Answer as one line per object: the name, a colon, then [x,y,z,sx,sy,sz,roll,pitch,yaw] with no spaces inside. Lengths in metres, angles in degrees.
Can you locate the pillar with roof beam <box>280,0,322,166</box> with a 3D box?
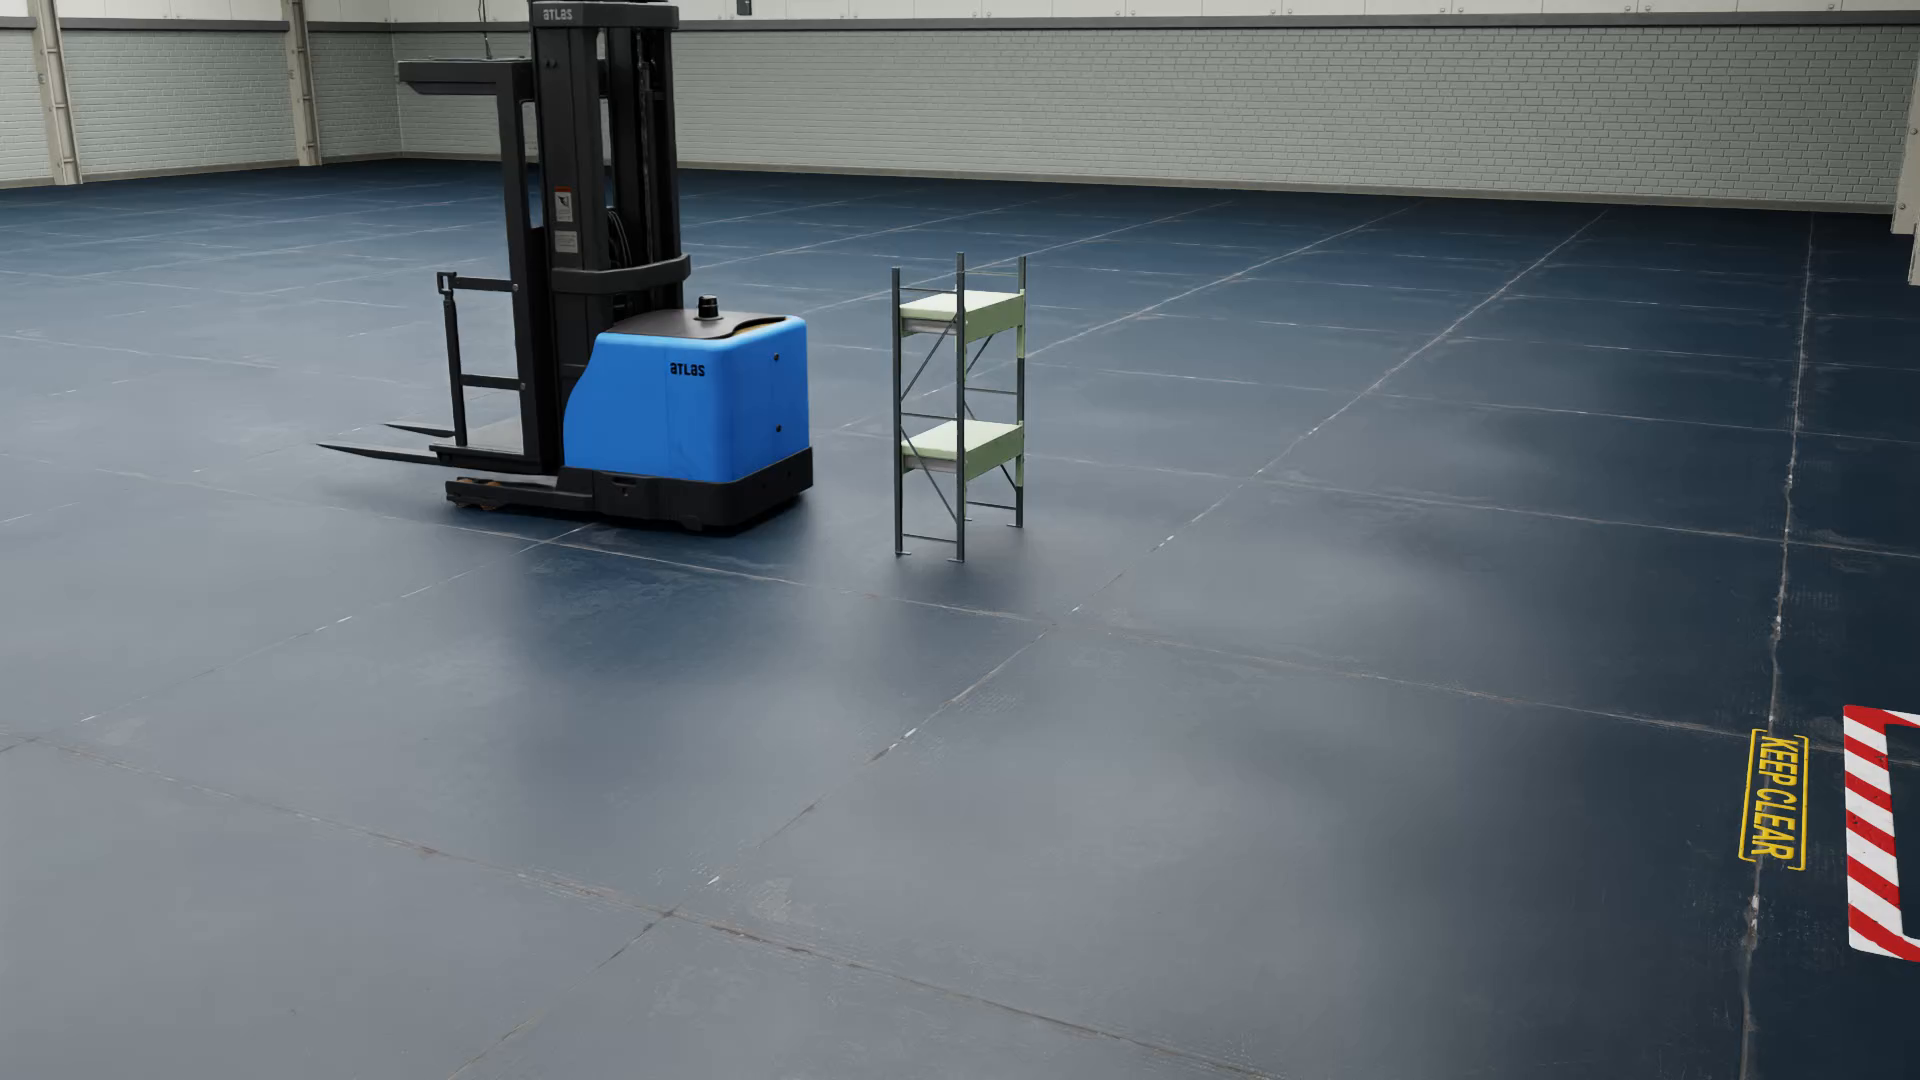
pillar with roof beam: [-10.763,-12.197,34.286,9.100,9.000,0.400,8,18,25]

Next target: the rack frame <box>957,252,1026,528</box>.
rack frame: [0.167,-0.814,9.130,0.400,1.500,0.023,8,18,25]

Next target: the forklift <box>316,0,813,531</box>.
forklift: [-2.438,-1.705,9.616,3.031,2.935,1.130,7,18,22]

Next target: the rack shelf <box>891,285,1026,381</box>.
rack shelf: [0.003,-1.095,8.705,0.431,0.370,0.720,8,18,25]

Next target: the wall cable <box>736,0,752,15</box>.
wall cable: [-3.629,-13.746,33.526,2.305,6.003,0.169,8,18,25]

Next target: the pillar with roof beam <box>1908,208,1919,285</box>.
pillar with roof beam: [7.033,-7.757,19.336,9.100,9.000,0.400,8,18,25]

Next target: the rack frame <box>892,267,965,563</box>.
rack frame: [-0.161,-0.627,8.503,0.400,1.500,0.023,8,18,25]

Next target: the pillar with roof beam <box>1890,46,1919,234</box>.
pillar with roof beam: [9.714,-9.285,24.481,9.100,9.000,0.400,8,18,25]

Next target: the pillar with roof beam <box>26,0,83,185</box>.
pillar with roof beam: [-13.444,-10.669,29.140,9.100,9.000,0.400,8,18,25]

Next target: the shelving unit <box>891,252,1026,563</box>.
shelving unit: [0.003,-0.721,8.817,0.431,1.500,0.755,8,18,25]

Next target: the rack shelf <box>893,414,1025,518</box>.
rack shelf: [0.003,-0.408,8.909,0.431,0.370,0.720,8,18,25]

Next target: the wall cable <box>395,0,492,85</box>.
wall cable: [-12.115,-11.839,38.532,3.097,2.526,0.112,8,18,25]
